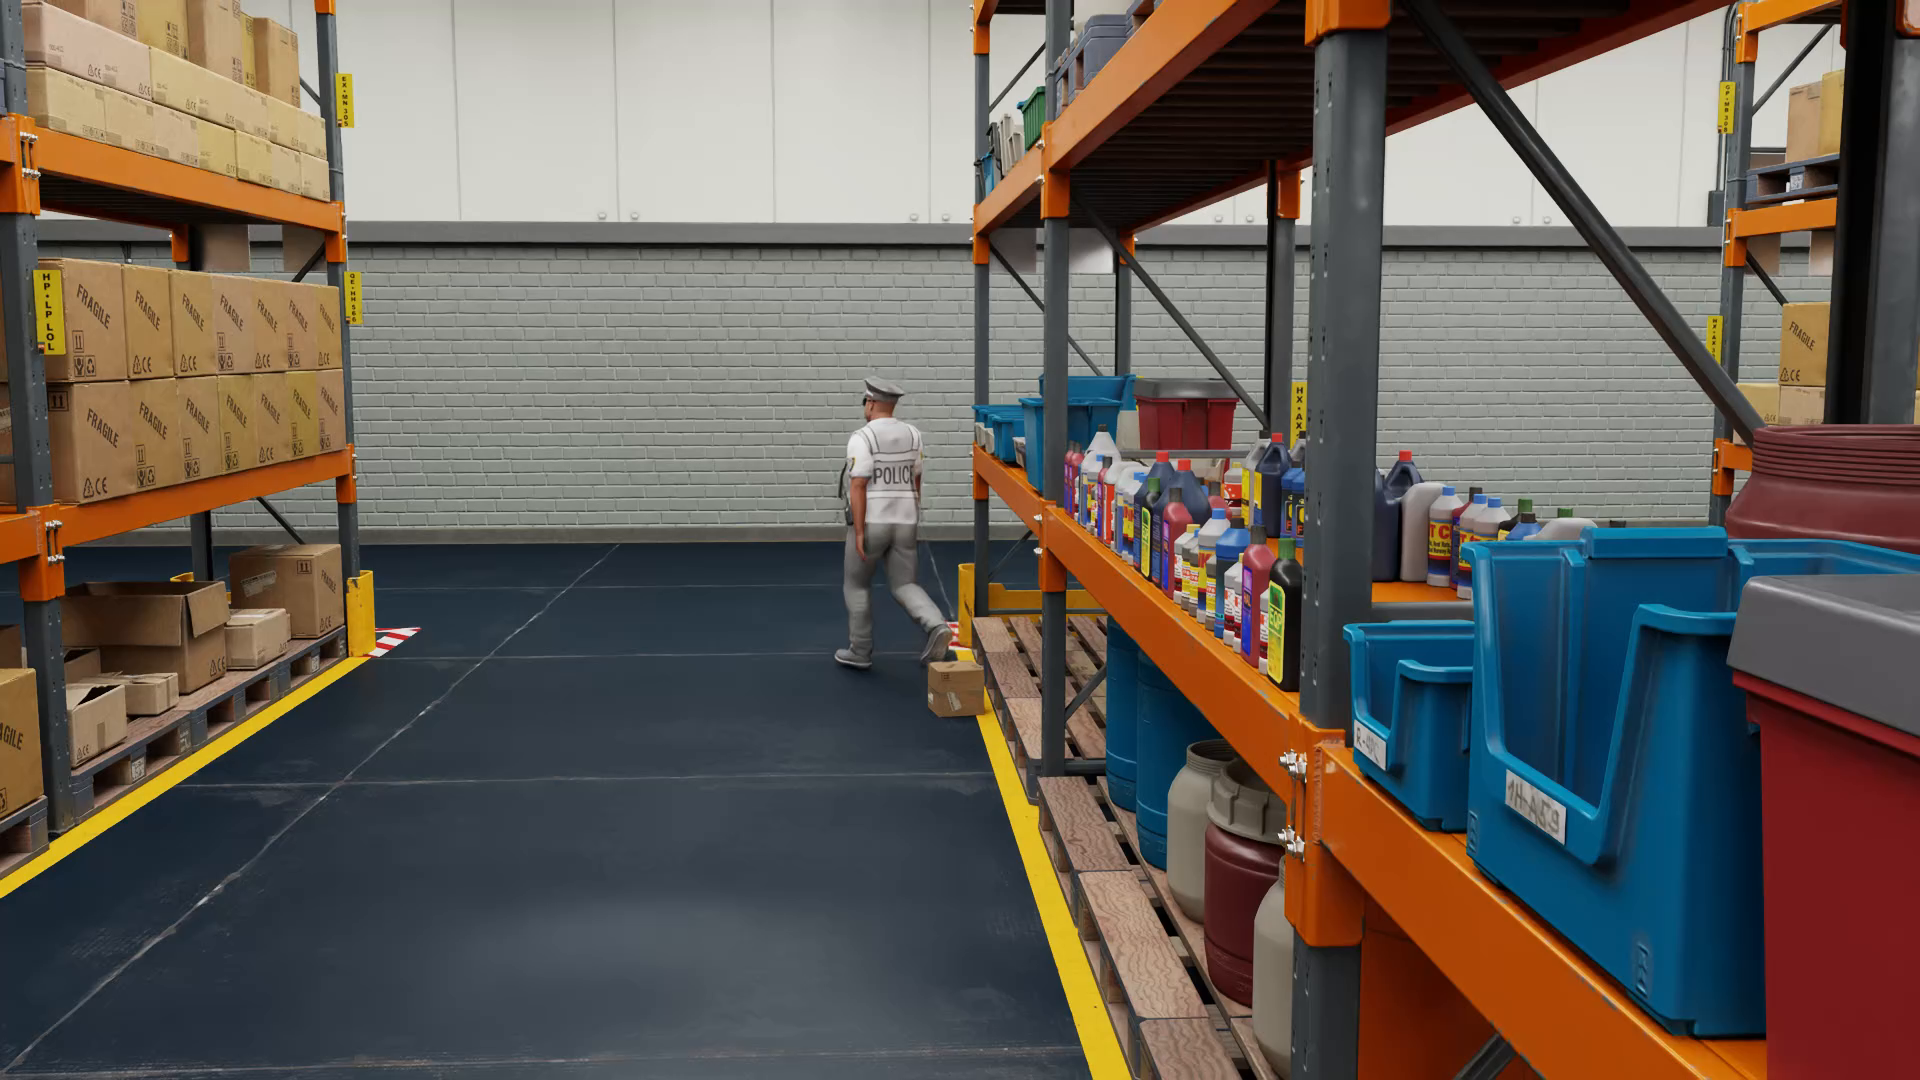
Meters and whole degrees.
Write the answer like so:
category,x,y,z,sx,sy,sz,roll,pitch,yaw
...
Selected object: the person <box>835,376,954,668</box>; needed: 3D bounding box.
category,x,y,z,sx,sy,sz,roll,pitch,yaw
person,-0.423,-0.093,9.829,0.523,1.738,0.854,-5,8,-34
